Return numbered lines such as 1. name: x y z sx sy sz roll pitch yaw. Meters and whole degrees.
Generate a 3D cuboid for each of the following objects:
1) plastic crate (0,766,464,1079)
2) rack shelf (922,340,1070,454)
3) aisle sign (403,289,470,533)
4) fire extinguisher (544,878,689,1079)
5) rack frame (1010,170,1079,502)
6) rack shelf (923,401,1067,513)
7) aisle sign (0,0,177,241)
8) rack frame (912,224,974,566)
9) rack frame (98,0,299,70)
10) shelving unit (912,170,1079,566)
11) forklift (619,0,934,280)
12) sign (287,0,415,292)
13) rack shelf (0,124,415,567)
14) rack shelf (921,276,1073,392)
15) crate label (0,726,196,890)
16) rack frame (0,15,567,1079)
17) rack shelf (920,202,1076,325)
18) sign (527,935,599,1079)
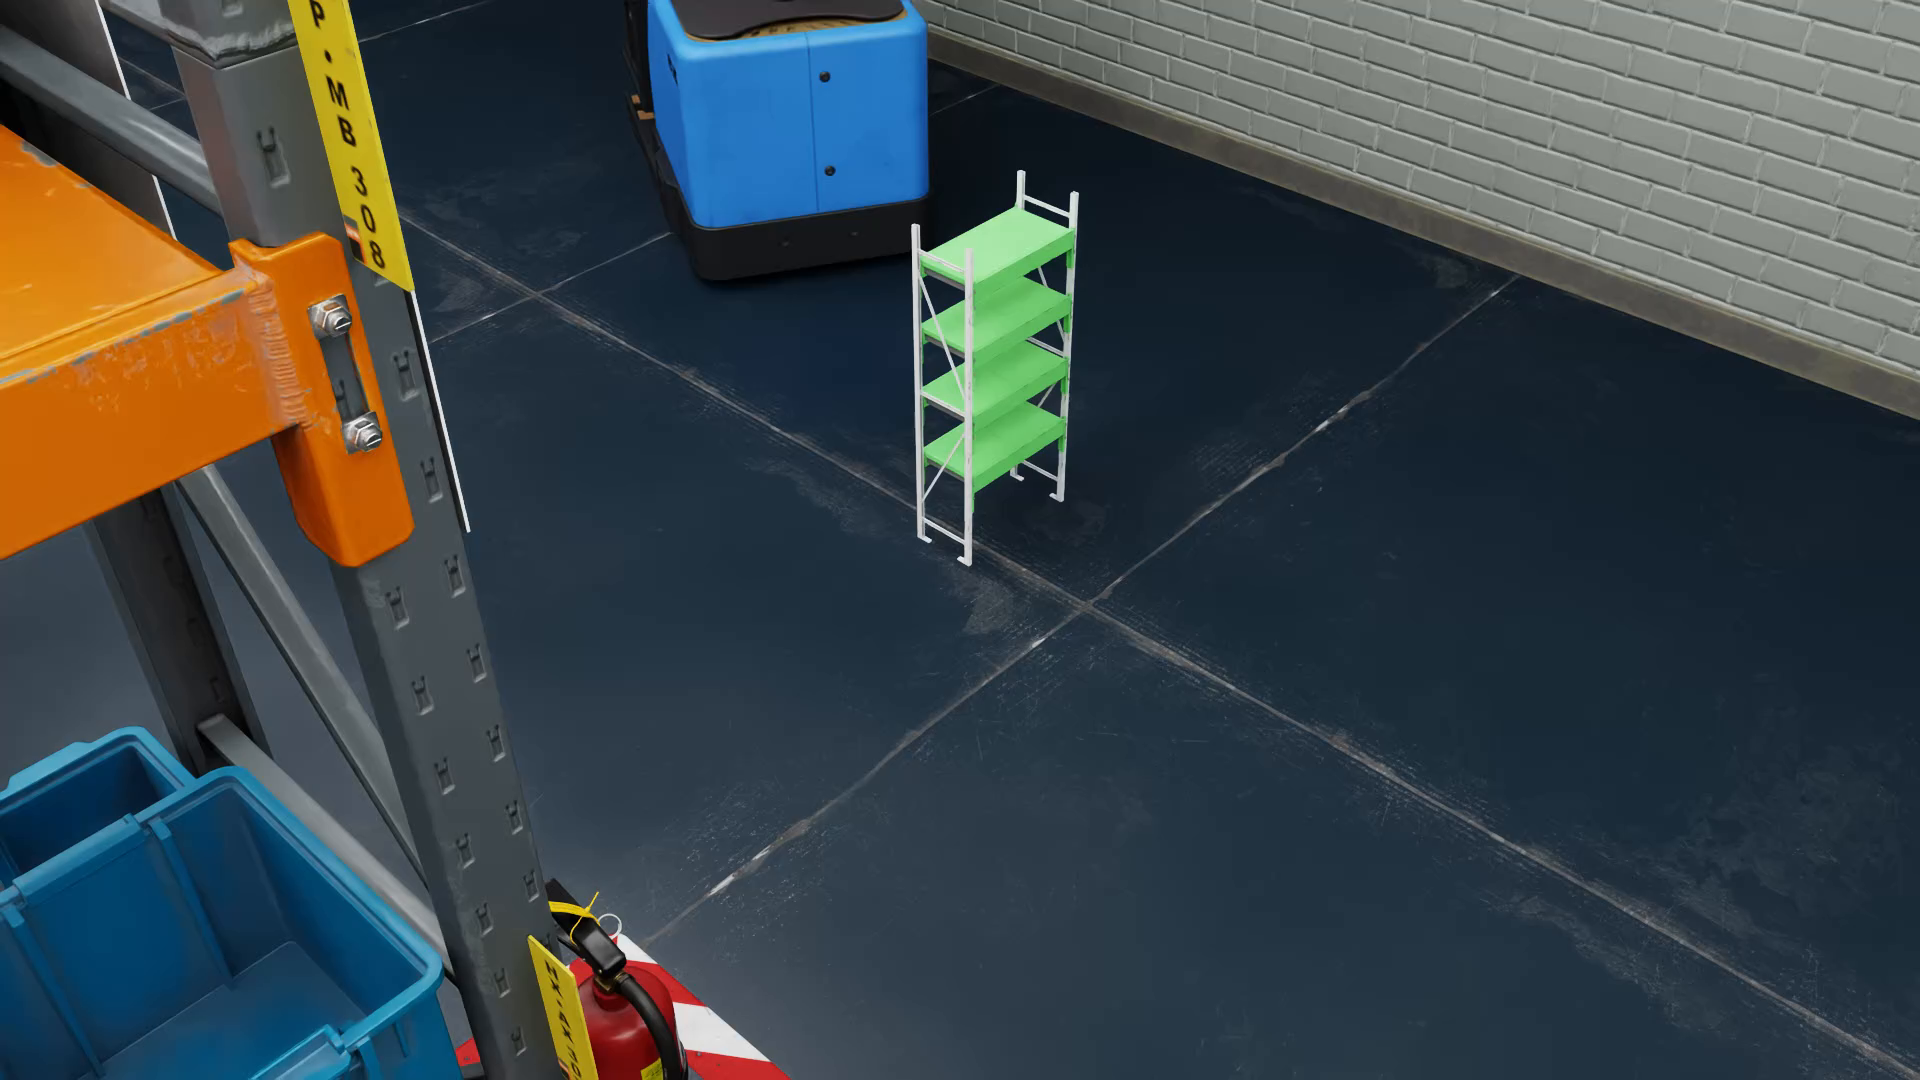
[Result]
1. plastic crate: -1.058 0.722 2.355 0.616 0.435 0.499 30 47 32
2. rack shelf: 0.112 -0.496 5.512 0.258 0.148 0.480 30 47 32
3. aisle sign: -0.705 -0.400 1.754 0.394 0.787 0.004 30 47 32
4. fire extinguisher: -0.533 0.825 2.664 0.296 0.674 0.183 30 47 32
5. rack frame: 0.276 -0.658 5.613 0.240 1.200 0.015 30 47 32
6. rack shelf: 0.112 -0.308 5.661 0.258 0.148 0.480 30 47 32
7. aisle sign: -1.140 -0.648 2.066 0.394 0.787 0.004 30 47 32
8. rack frame: -0.053 -0.434 5.331 0.240 1.200 0.015 30 47 32
9. rack frame: -0.970 -1.821 0.809 1.000 3.000 0.127 30 47 32
10. shelving unit: 0.112 -0.546 5.472 0.258 1.200 0.503 30 47 32
11. forklift: -1.043 -3.165 7.375 1.130 2.935 3.031 -11 40 -14
12. sign: -0.553 -0.382 1.494 0.100 0.325 0.005 30 47 32
13. rack shelf: -2.319 0.554 0.811 1.077 0.370 4.000 30 47 32
14. rack shelf: 0.112 -0.683 5.363 0.258 0.148 0.480 30 47 32
15. crate label: -1.379 0.545 2.741 0.416 0.233 0.303 30 47 32
16. rack frame: -0.970 0.528 2.676 1.000 3.000 0.127 30 47 32
17. rack shelf: 0.112 -0.871 5.213 0.258 0.148 0.480 30 47 32
18. sign: -0.553 0.687 2.345 0.100 0.325 0.005 30 47 32
